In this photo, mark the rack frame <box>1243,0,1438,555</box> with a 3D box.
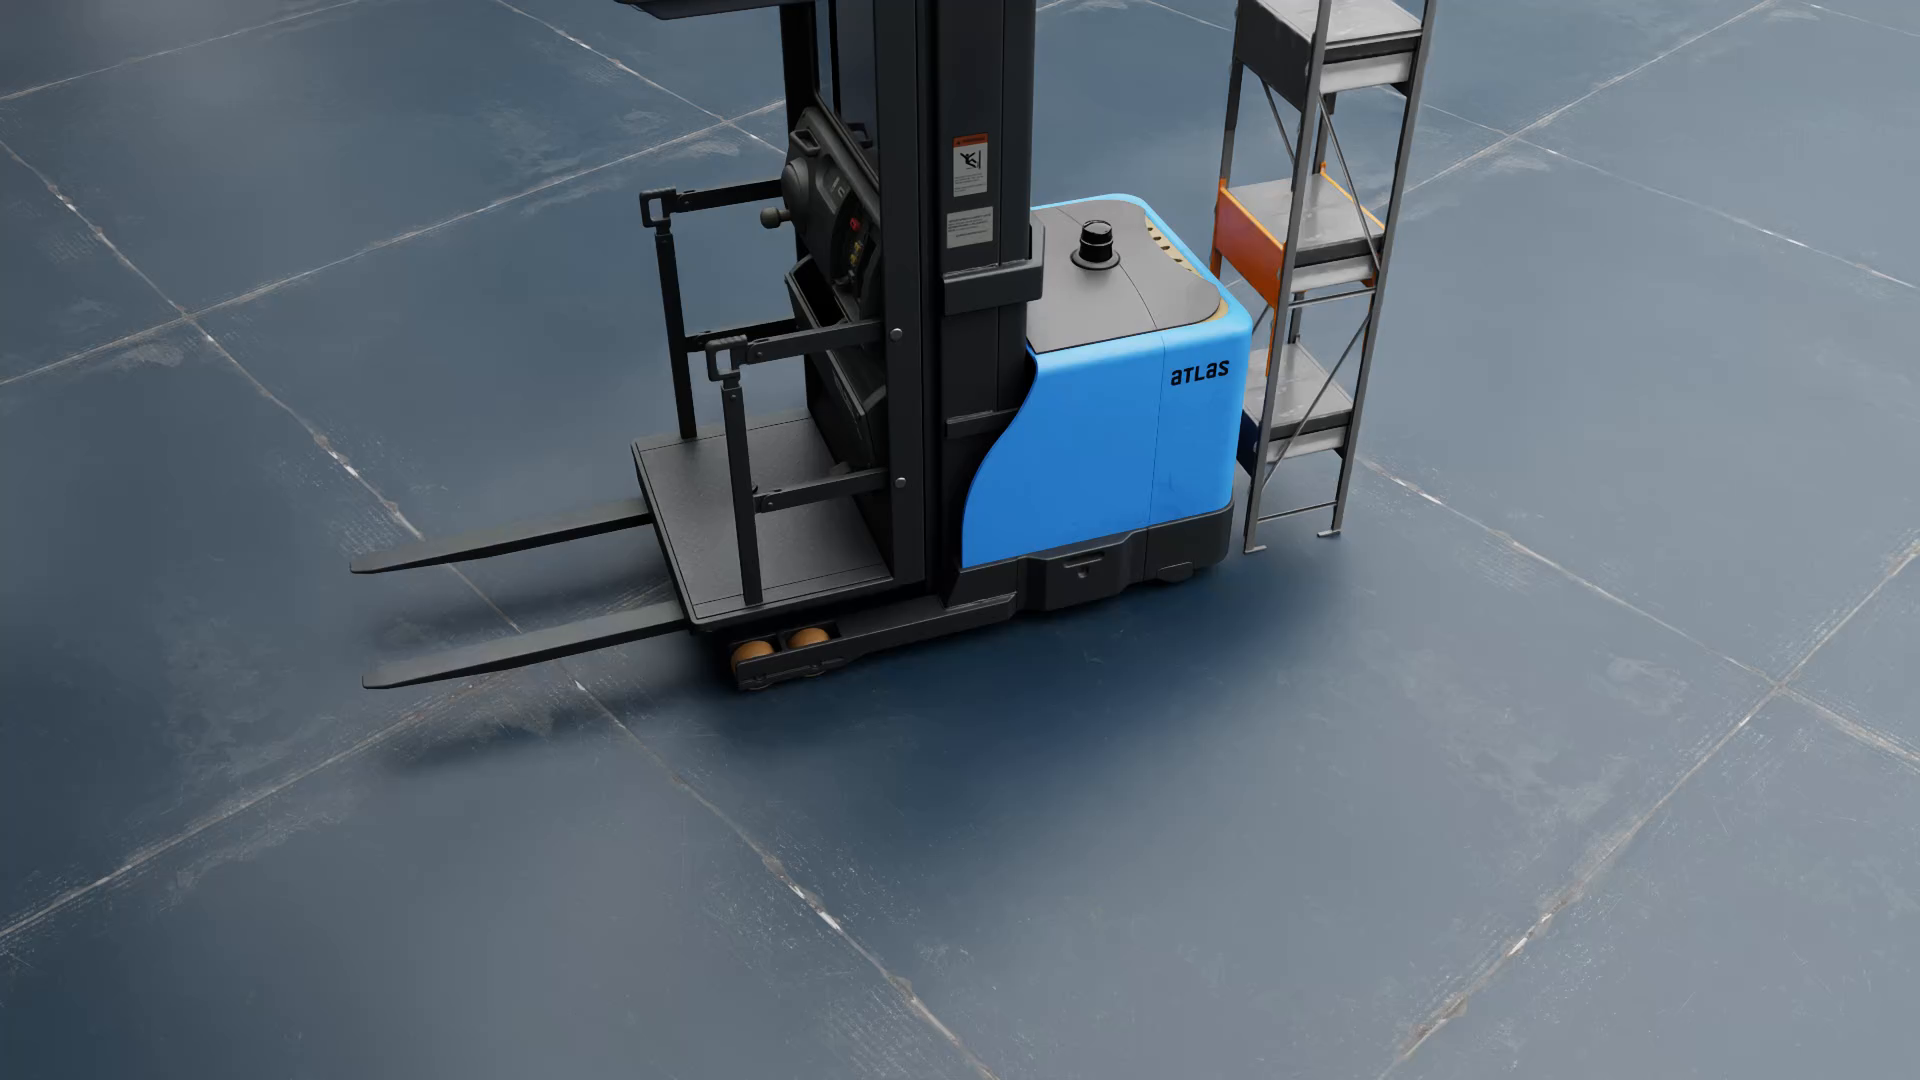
[{"bbox_3d":[1.245,-0.807,5.579,0.400,2.100,0.015,-12,41,-15],"label":"rack frame"}]

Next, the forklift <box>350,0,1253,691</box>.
[{"bbox_3d":[-0.590,-1.009,5.167,3.031,2.935,1.130,-13,41,-15],"label":"forklift"}]

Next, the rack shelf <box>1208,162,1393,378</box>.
[{"bbox_3d":[1.165,-0.942,5.767,0.431,0.518,0.480,-12,41,-15],"label":"rack shelf"}]

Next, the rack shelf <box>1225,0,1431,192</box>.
[{"bbox_3d":[1.165,-1.486,5.327,0.431,0.518,0.480,-12,41,-15],"label":"rack shelf"}]

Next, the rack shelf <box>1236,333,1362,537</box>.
[{"bbox_3d":[1.165,-0.397,6.206,0.431,0.518,0.480,-12,41,-15],"label":"rack shelf"}]

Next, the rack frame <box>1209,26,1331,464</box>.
[{"bbox_3d":[1.086,-1.097,5.938,0.400,2.100,0.015,-12,41,-15],"label":"rack frame"}]

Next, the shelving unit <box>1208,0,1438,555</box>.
[{"bbox_3d":[1.165,-0.952,5.758,0.431,2.100,0.503,-12,41,-15],"label":"shelving unit"}]
